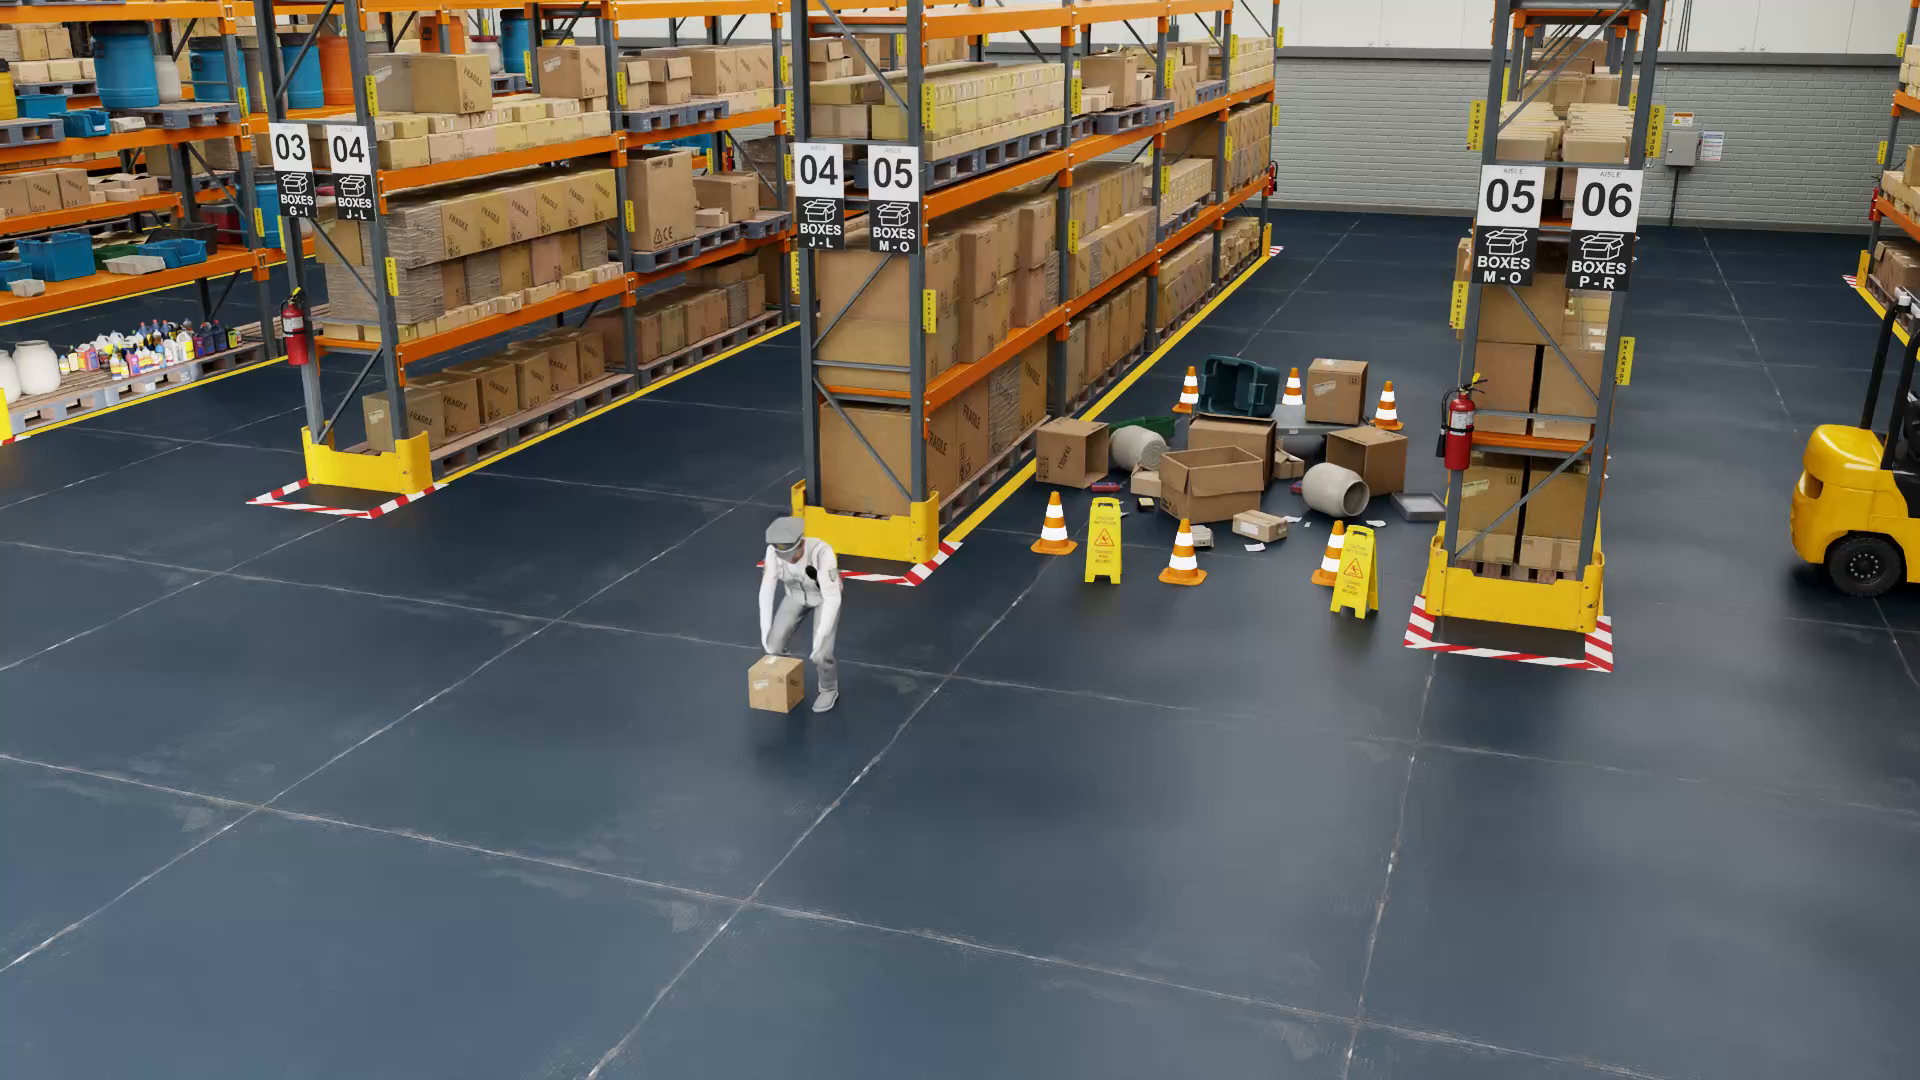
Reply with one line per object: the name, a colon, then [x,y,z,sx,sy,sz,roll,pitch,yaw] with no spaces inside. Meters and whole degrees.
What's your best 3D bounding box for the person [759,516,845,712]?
person: [-0.965,0.436,10.322,0.519,1.322,0.737,6,20,18]
